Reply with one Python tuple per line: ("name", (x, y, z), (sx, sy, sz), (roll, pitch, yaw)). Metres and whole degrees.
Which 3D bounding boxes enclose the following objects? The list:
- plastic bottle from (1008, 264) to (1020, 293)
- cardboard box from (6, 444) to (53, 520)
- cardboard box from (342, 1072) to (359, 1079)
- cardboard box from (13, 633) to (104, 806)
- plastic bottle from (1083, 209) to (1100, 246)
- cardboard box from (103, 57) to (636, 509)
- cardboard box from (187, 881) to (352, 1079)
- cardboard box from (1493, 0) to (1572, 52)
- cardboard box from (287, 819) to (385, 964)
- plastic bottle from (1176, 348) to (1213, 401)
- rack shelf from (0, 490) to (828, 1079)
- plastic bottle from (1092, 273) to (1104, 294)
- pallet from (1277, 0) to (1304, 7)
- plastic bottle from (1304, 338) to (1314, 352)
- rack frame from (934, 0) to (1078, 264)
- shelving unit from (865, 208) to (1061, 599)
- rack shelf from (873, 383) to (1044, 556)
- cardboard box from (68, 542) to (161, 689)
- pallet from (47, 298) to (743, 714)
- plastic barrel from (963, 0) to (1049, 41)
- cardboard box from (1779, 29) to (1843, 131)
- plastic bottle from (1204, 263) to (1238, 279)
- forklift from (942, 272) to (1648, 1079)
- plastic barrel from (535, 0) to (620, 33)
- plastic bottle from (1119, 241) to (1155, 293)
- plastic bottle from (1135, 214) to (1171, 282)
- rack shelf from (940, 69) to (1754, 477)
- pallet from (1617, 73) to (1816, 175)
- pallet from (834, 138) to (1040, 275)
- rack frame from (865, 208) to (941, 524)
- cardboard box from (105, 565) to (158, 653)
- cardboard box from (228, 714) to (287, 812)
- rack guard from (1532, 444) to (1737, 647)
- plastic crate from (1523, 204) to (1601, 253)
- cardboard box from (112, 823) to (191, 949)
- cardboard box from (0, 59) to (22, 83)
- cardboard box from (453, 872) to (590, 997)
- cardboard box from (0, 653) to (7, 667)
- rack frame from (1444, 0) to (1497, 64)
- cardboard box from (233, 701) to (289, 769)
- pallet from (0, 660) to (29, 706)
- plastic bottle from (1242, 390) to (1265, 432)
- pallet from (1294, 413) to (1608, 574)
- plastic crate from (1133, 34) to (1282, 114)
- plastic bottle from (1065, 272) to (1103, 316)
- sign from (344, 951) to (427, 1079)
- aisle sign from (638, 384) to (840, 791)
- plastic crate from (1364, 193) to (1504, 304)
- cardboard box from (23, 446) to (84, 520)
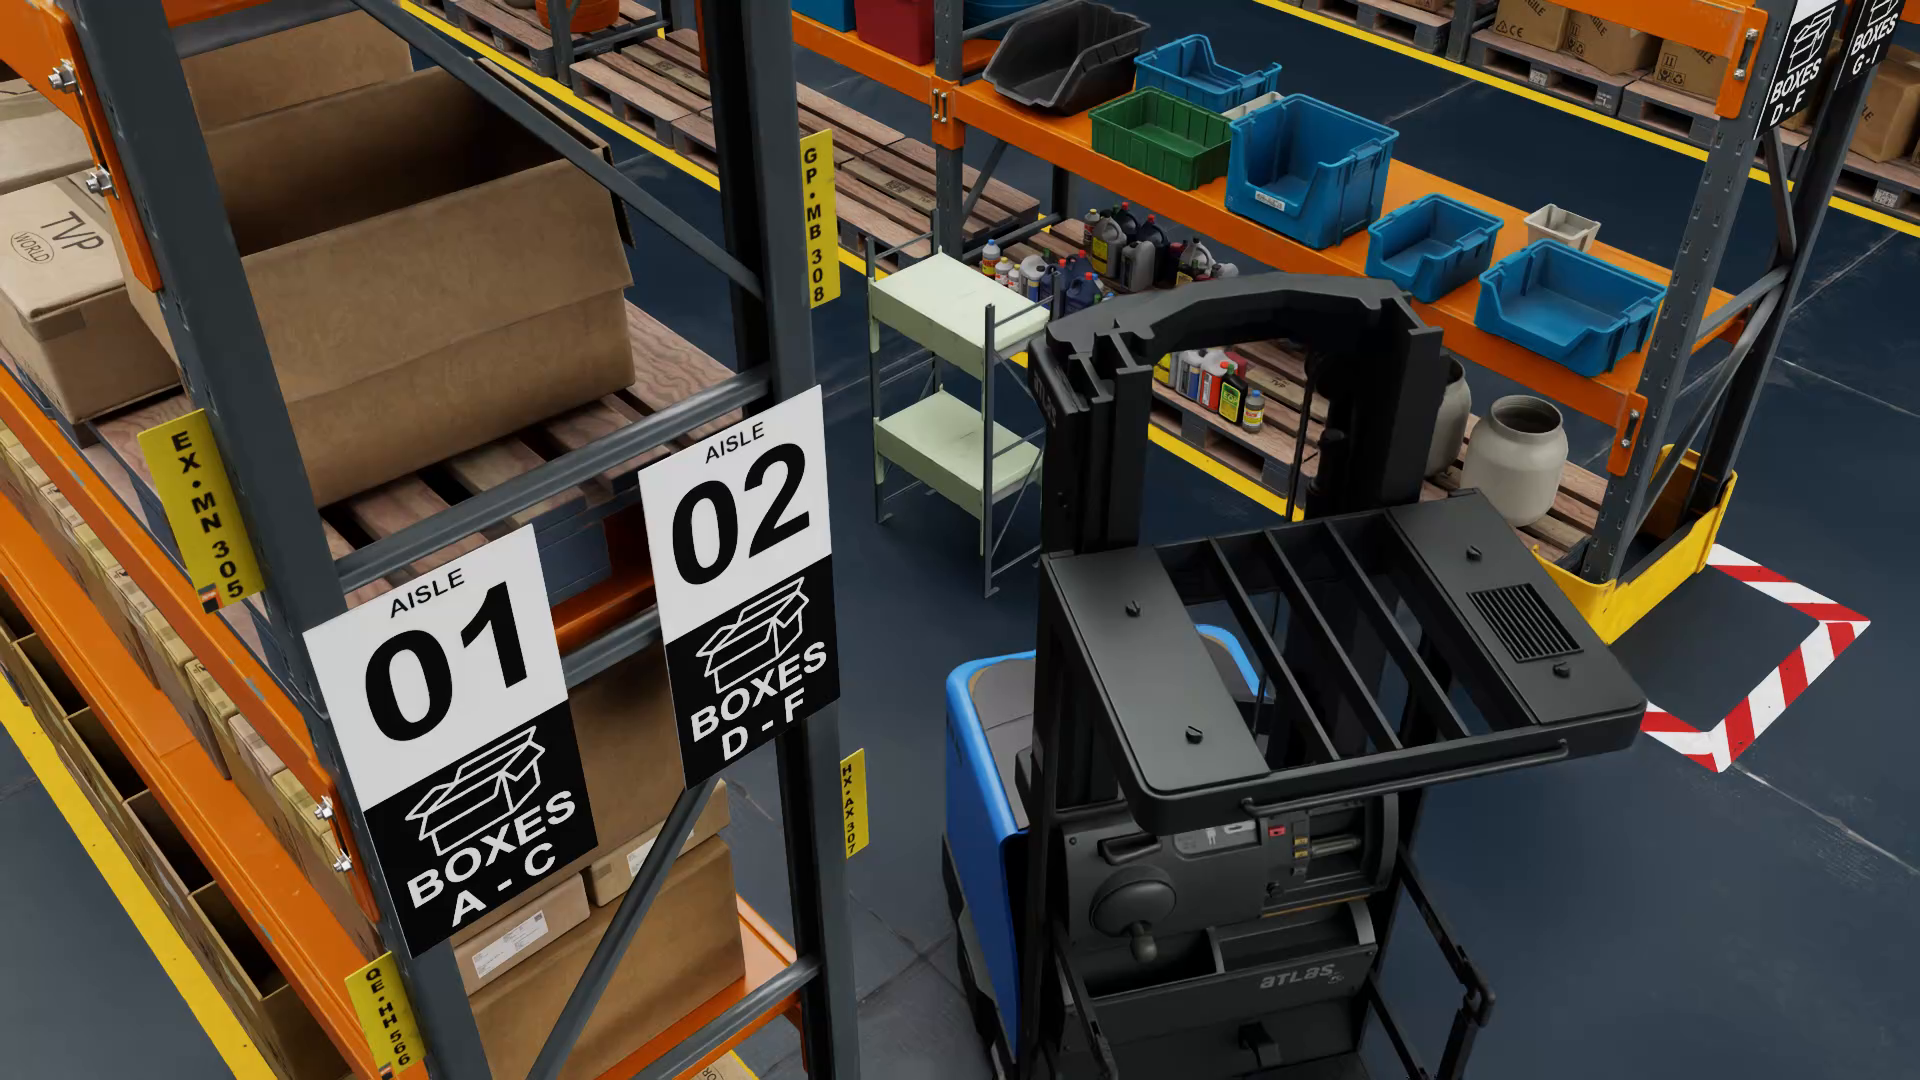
("plastic bottle", (0.307, -1.389, 8.960), (0.097, 0.201, 0.097), (0, 39, 0))
("cardboard box", (-2.643, -0.244, 5.069), (0.380, 0.149, 0.250), (-32, 49, -33))
("cardboard box", (-1.596, 1.777, 5.017), (0.500, 0.250, 0.500), (-30, 48, -32))
("cardboard box", (-2.947, 0.559, 5.928), (0.500, 0.500, 0.500), (-30, 48, -32))
("plastic bottle", (0.752, -1.782, 9.446), (0.097, 0.201, 0.097), (0, 39, 0))
("cardboard box", (-1.054, -0.473, 3.033), (0.797, 0.503, 0.637), (-27, 46, -29))
("cardboard box", (-1.938, 1.256, 5.065), (0.500, 0.500, 0.500), (-30, 48, -32))
("cardboard box", (4.167, -3.828, 11.758), (0.500, 0.500, 0.500), (-32, 48, -33))
("cardboard box", (-1.334, 0.718, 4.394), (0.700, 0.500, 0.500), (-29, 47, -31))
("plastic bottle", (1.173, -0.851, 8.234), (0.152, 0.276, 0.135), (-31, 48, -33))
("rack shelf", (-2.021, 0.574, 5.225), (1.077, 0.370, 4.000), (-30, 48, -32))
("plastic bottle", (0.705, -1.279, 8.767), (0.097, 0.271, 0.097), (0, 39, 0))
("pallet", (2.569, -4.679, 13.376), (1.003, 0.211, 1.213), (-30, 48, -32))
("plastic bottle", (1.846, -1.082, 8.514), (0.061, 0.283, 0.133), (-29, 47, -31))
("rack frame", (0.277, -2.735, 8.749), (1.000, 3.000, 0.127), (-30, 48, -32))
("shelving unit", (0.005, -0.580, 7.275), (0.431, 1.500, 0.755), (-30, 48, -32))
("rack shelf", (0.005, -0.327, 7.480), (0.431, 0.370, 0.720), (-30, 48, -32))
("cardboard box", (-2.371, 0.007, 5.274), (0.700, 0.500, 0.500), (-29, 47, -31))
("pallet", (-1.128, -0.251, 3.357), (1.003, 0.211, 1.213), (-30, 48, -32))
("plastic barrel", (0.239, -3.237, 8.972), (0.600, 0.901, 0.708), (-30, 48, -32))
("cardboard box", (5.382, -3.035, 10.776), (0.500, 0.500, 0.500), (-25, 45, -28))
("plastic bottle", (1.380, -1.356, 8.859), (0.152, 0.276, 0.135), (-29, 47, -31))
("forklift", (0.777, 0.938, 4.256), (1.130, 2.935, 3.031), (-9, 40, -10))
("plastic barrel", (-2.772, -4.124, 11.862), (0.600, 0.830, 0.708), (-30, 48, -32))
("plastic bottle", (0.963, -1.507, 9.047), (0.152, 0.276, 0.135), (-30, 48, -32))
("plastic bottle", (1.055, -1.611, 9.116), (0.185, 0.351, 0.144), (32, 49, 33))
("rack shelf", (1.630, -1.529, 7.829), (1.077, 0.370, 4.000), (-30, 48, -32))
("pallet", (5.235, -2.894, 11.165), (1.003, 0.211, 1.213), (-30, 48, -32))
("pallet", (-0.282, -1.997, 10.055), (1.003, 0.211, 1.213), (-30, 48, -32))
("rack frame", (-0.243, -0.750, 7.485), (0.400, 1.500, 0.023), (-30, 48, -32))
("cardboard box", (-2.118, 0.116, 4.624), (0.380, 0.149, 0.250), (-31, 48, -32))
("cardboard box", (-1.587, 0.476, 4.177), (0.380, 0.149, 0.250), (-29, 47, -31))
("rack guard", (2.897, 0.074, 7.261), (1.175, 0.500, 0.348), (-30, 48, -32))
("plastic crate", (2.614, -1.332, 7.222), (0.298, 0.136, 0.250), (-30, 48, -32))
("cardboard box", (-2.615, 1.085, 5.873), (0.500, 0.250, 0.500), (-30, 48, -32))
("cardboard box", (-2.353, -1.241, 3.984), (0.797, 0.503, 0.637), (-25, 45, -27))
("cardboard box", (-1.067, 0.832, 3.736), (0.380, 0.149, 0.250), (-31, 48, -32))
("cardboard box", (-3.868, 0.206, 6.962), (0.500, 0.250, 0.500), (-30, 48, -32))
("rack frame", (3.926, -4.840, 11.355), (1.000, 3.000, 0.127), (-30, 48, -32))
("cardboard box", (-1.370, 0.189, 4.017), (0.700, 0.500, 0.500), (-31, 48, -33))
("pallet", (-3.901, 0.129, 7.423), (1.003, 0.211, 1.213), (-30, 48, -32))
("plastic bottle", (1.418, -0.630, 8.019), (0.097, 0.201, 0.097), (0, 39, 0))
("pallet", (2.351, -0.192, 7.820), (1.003, 0.211, 1.213), (-30, 48, -32))
("plastic crate", (1.226, -2.280, 8.304), (0.499, 0.251, 0.616), (-30, 48, -32))
("plastic bottle", (0.645, -1.238, 8.654), (0.185, 0.351, 0.144), (32, 49, 33))
("sign", (-1.078, 0.901, 3.137), (0.100, 0.325, 0.005), (-30, 48, -32))
("aisle sign", (-0.398, 0.108, 3.159), (0.394, 0.787, 0.004), (-30, 48, -32))
("plastic crate", (1.989, -1.233, 7.008), (0.499, 0.251, 0.408), (-30, 48, -32))
("cardboard box", (-2.388, -0.507, 4.879), (0.700, 0.500, 0.500), (-30, 48, -32))
